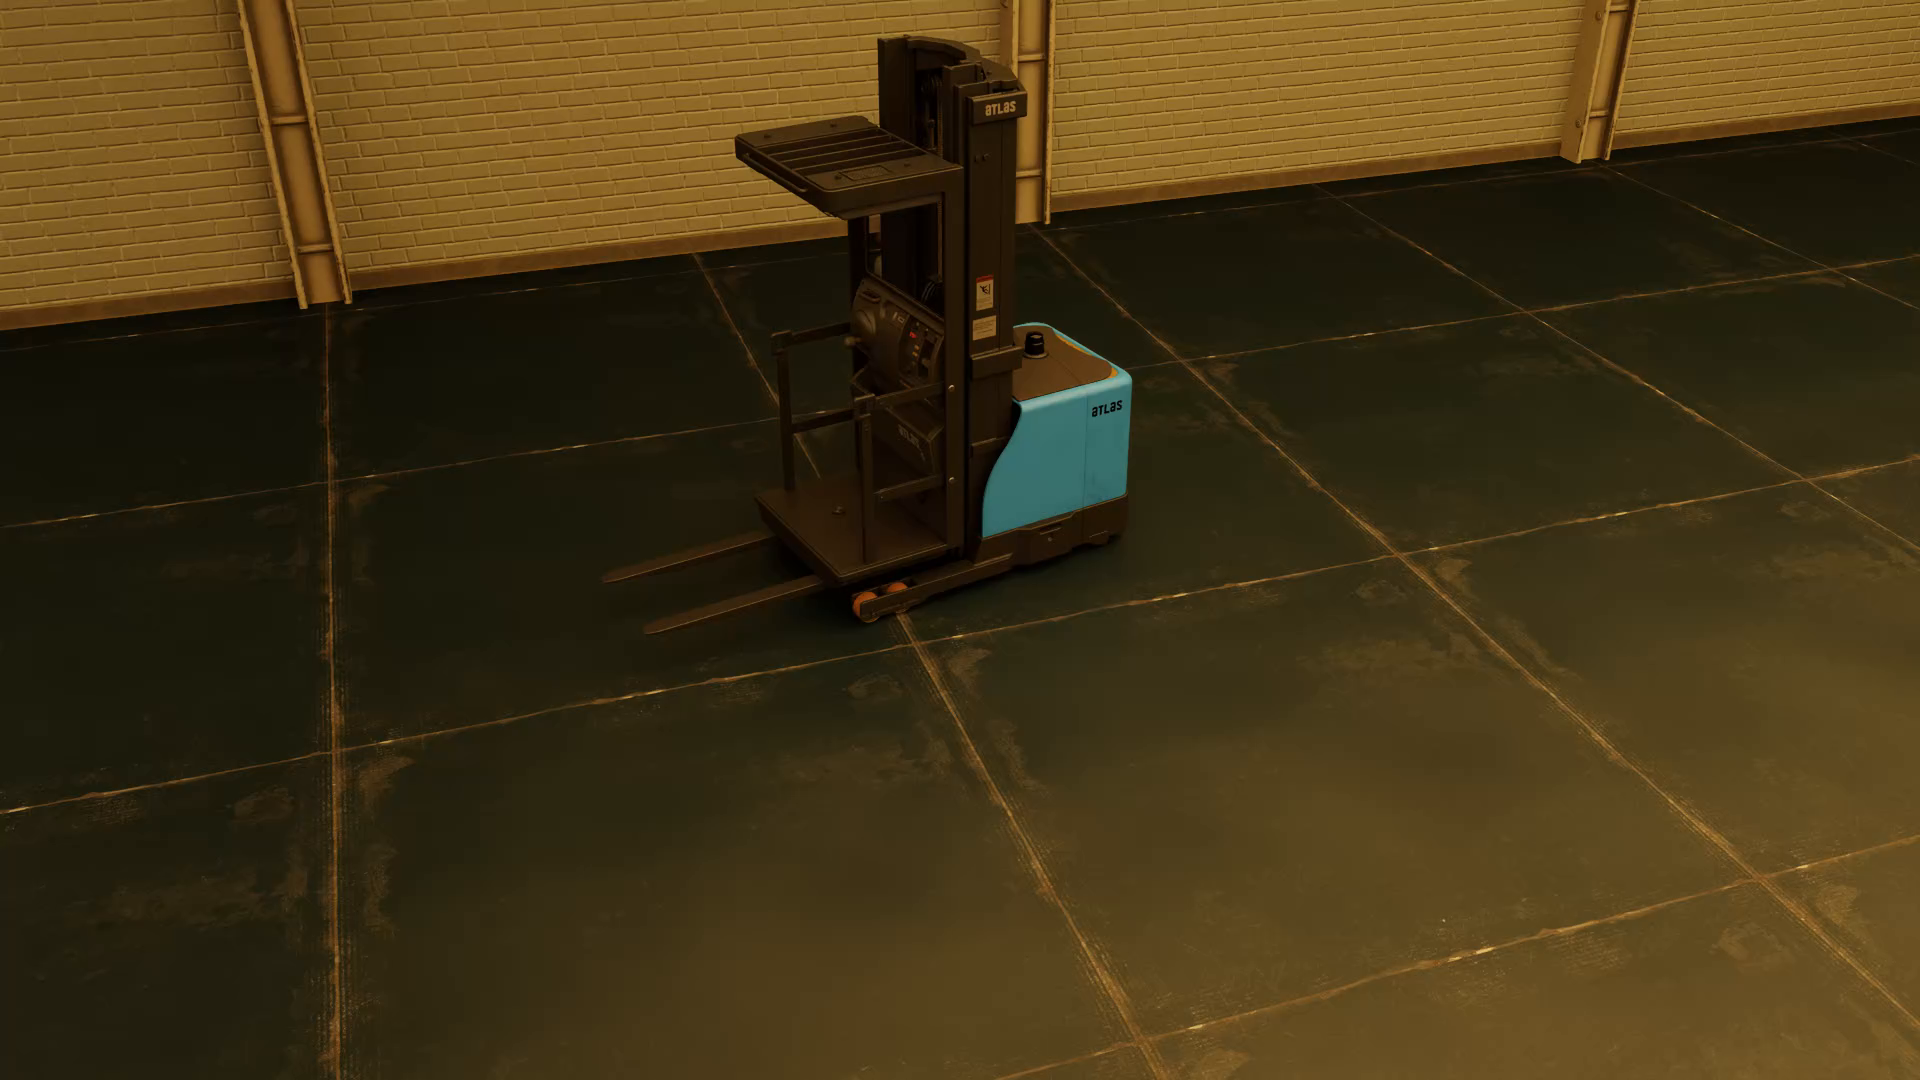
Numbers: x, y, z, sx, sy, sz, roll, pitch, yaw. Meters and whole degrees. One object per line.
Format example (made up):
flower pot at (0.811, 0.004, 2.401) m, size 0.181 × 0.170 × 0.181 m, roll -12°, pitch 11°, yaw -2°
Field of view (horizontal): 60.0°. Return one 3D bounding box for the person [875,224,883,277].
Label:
person at (-0.290, -1.275, 10.626) m, size 0.475 × 1.597 × 0.521 m, roll -7°, pitch 31°, yaw -12°

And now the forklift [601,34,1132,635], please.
forklift at (-0.524, -1.114, 9.022) m, size 3.031 × 2.935 × 1.130 m, roll -17°, pitch 34°, yaw -27°
